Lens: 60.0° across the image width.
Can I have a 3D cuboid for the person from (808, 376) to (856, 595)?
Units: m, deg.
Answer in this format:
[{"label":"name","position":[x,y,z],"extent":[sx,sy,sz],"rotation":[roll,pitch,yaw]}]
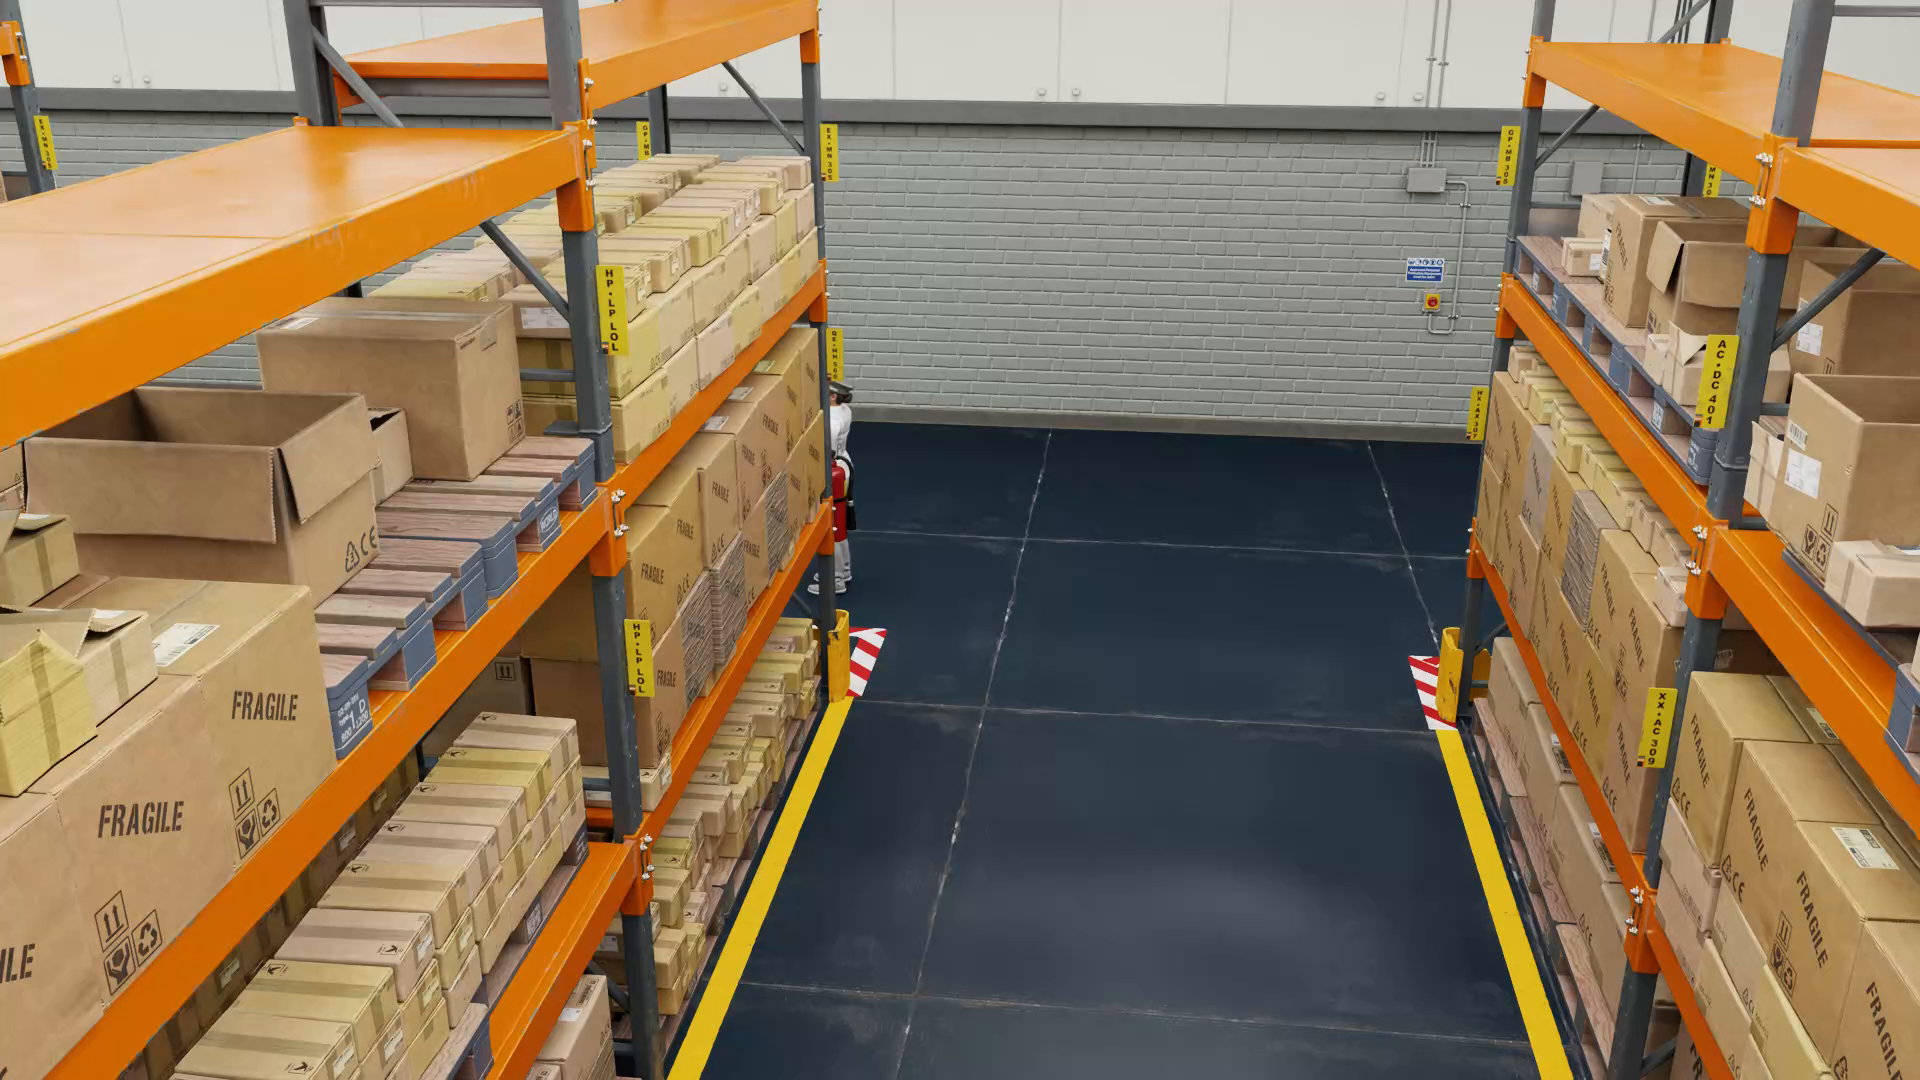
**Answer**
[{"label":"person","position":[-1.016,-0.437,12.175],"extent":[0.549,1.686,0.459],"rotation":[3,21,7]}]
